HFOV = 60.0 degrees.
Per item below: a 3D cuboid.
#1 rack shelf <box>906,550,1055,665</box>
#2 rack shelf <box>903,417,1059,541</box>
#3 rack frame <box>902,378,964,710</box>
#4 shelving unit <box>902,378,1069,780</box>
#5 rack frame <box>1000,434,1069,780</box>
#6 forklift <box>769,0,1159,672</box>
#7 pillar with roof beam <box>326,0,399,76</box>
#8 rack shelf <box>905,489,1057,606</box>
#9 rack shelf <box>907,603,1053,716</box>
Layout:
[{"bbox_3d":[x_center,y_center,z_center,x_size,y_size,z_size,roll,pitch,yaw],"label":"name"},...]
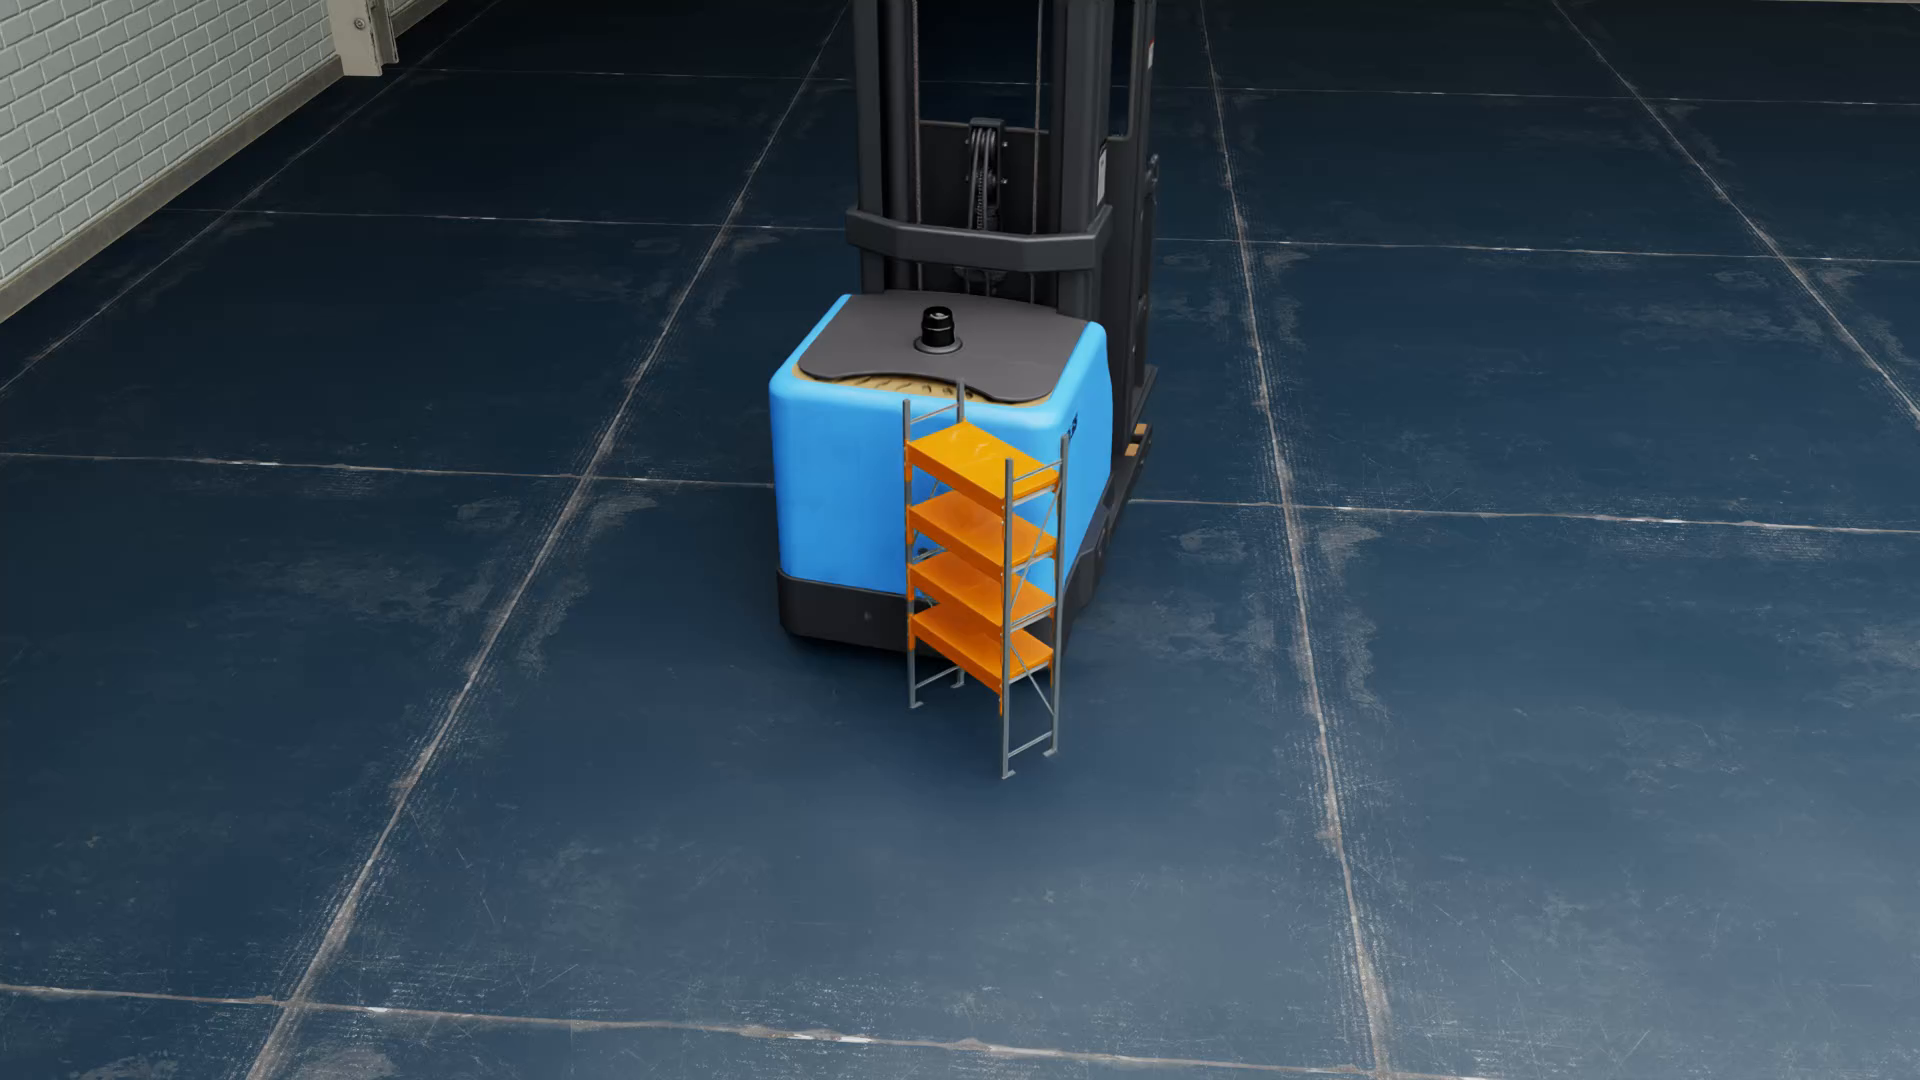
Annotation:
[{"bbox_3d":[0.073,0.194,5.419,0.258,0.148,0.480,-24,39,-33],"label":"rack shelf"},{"bbox_3d":[0.073,-0.197,5.178,0.258,0.148,0.480,-24,39,-33],"label":"rack shelf"},{"bbox_3d":[-0.083,0.039,5.544,0.240,1.200,0.015,-24,39,-33],"label":"rack frame"},{"bbox_3d":[0.073,0.137,5.384,0.258,1.200,0.503,-24,39,-33],"label":"shelving unit"},{"bbox_3d":[0.229,0.236,5.224,0.240,1.200,0.015,-24,39,-33],"label":"rack frame"},{"bbox_3d":[0.225,-1.546,6.465,1.130,2.935,3.031,8,33,13],"label":"forklift"},{"bbox_3d":[-0.150,-7.198,9.853,9.100,9.000,0.400,2,32,4],"label":"pillar with roof beam"},{"bbox_3d":[0.073,0.004,5.302,0.258,0.148,0.480,-24,39,-33],"label":"rack shelf"},{"bbox_3d":[0.073,0.363,5.523,0.258,0.148,0.480,-24,39,-33],"label":"rack shelf"}]
